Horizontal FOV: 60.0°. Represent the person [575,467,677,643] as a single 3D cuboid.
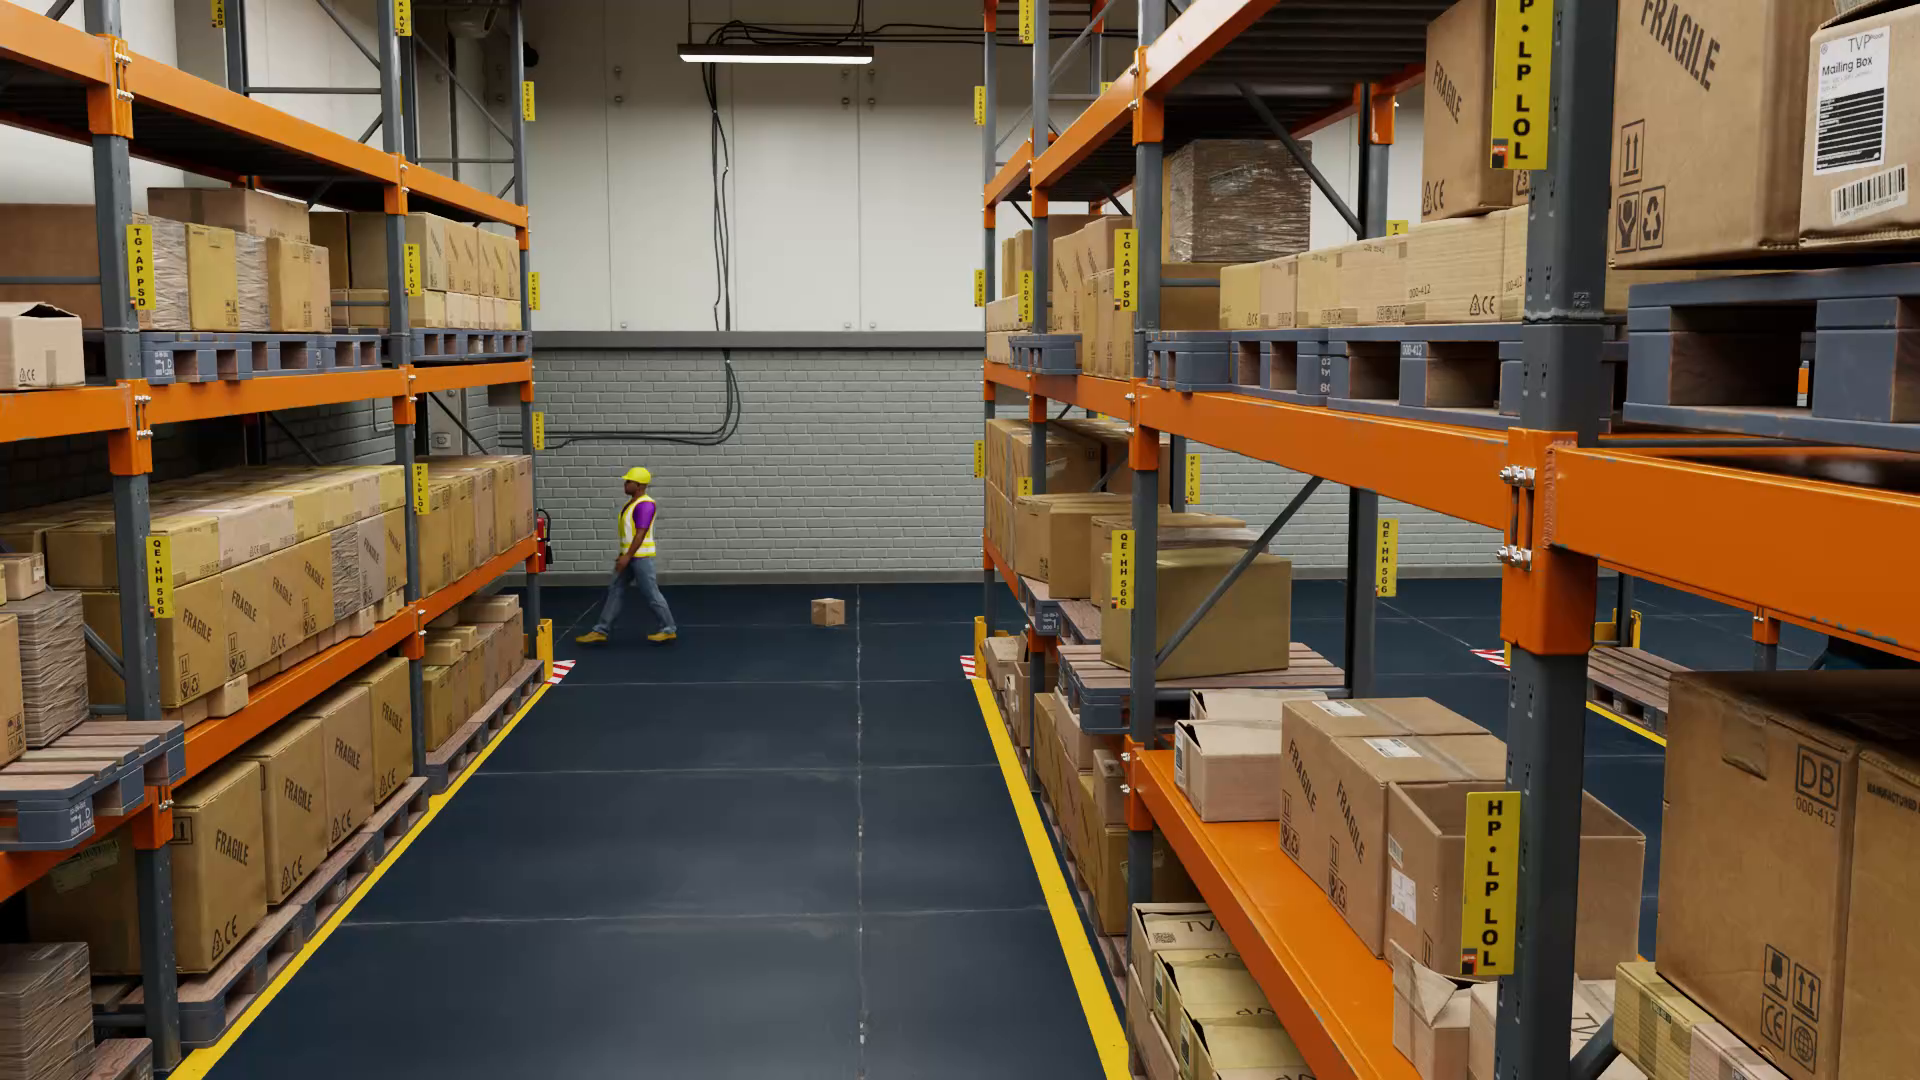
[{"bbox_3d":[-3.261,0.151,16.229,0.973,1.716,0.571,-4,8,-29],"label":"person"}]
